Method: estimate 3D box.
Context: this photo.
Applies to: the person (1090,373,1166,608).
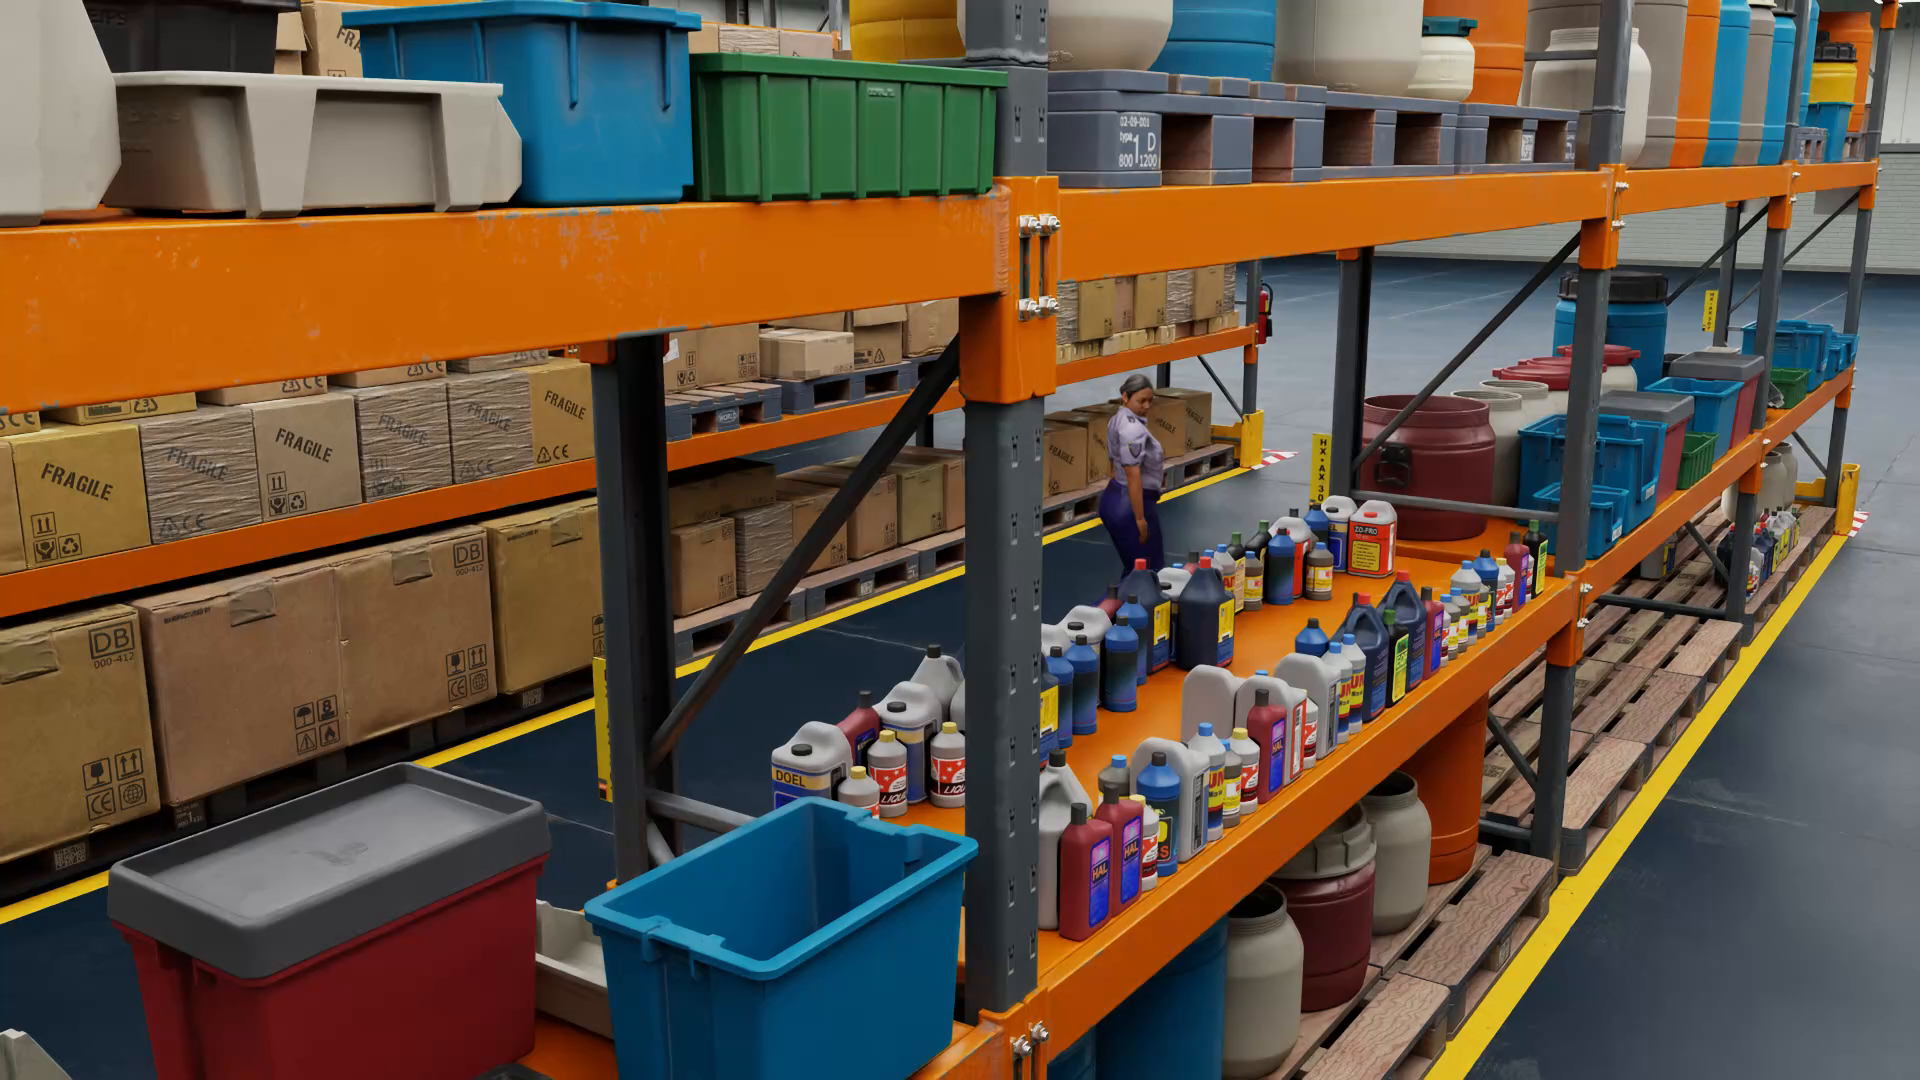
[{"bbox_3d":[0.962,-0.147,9.607,0.672,1.635,0.512,-2,13,-10],"label":"person"}]
